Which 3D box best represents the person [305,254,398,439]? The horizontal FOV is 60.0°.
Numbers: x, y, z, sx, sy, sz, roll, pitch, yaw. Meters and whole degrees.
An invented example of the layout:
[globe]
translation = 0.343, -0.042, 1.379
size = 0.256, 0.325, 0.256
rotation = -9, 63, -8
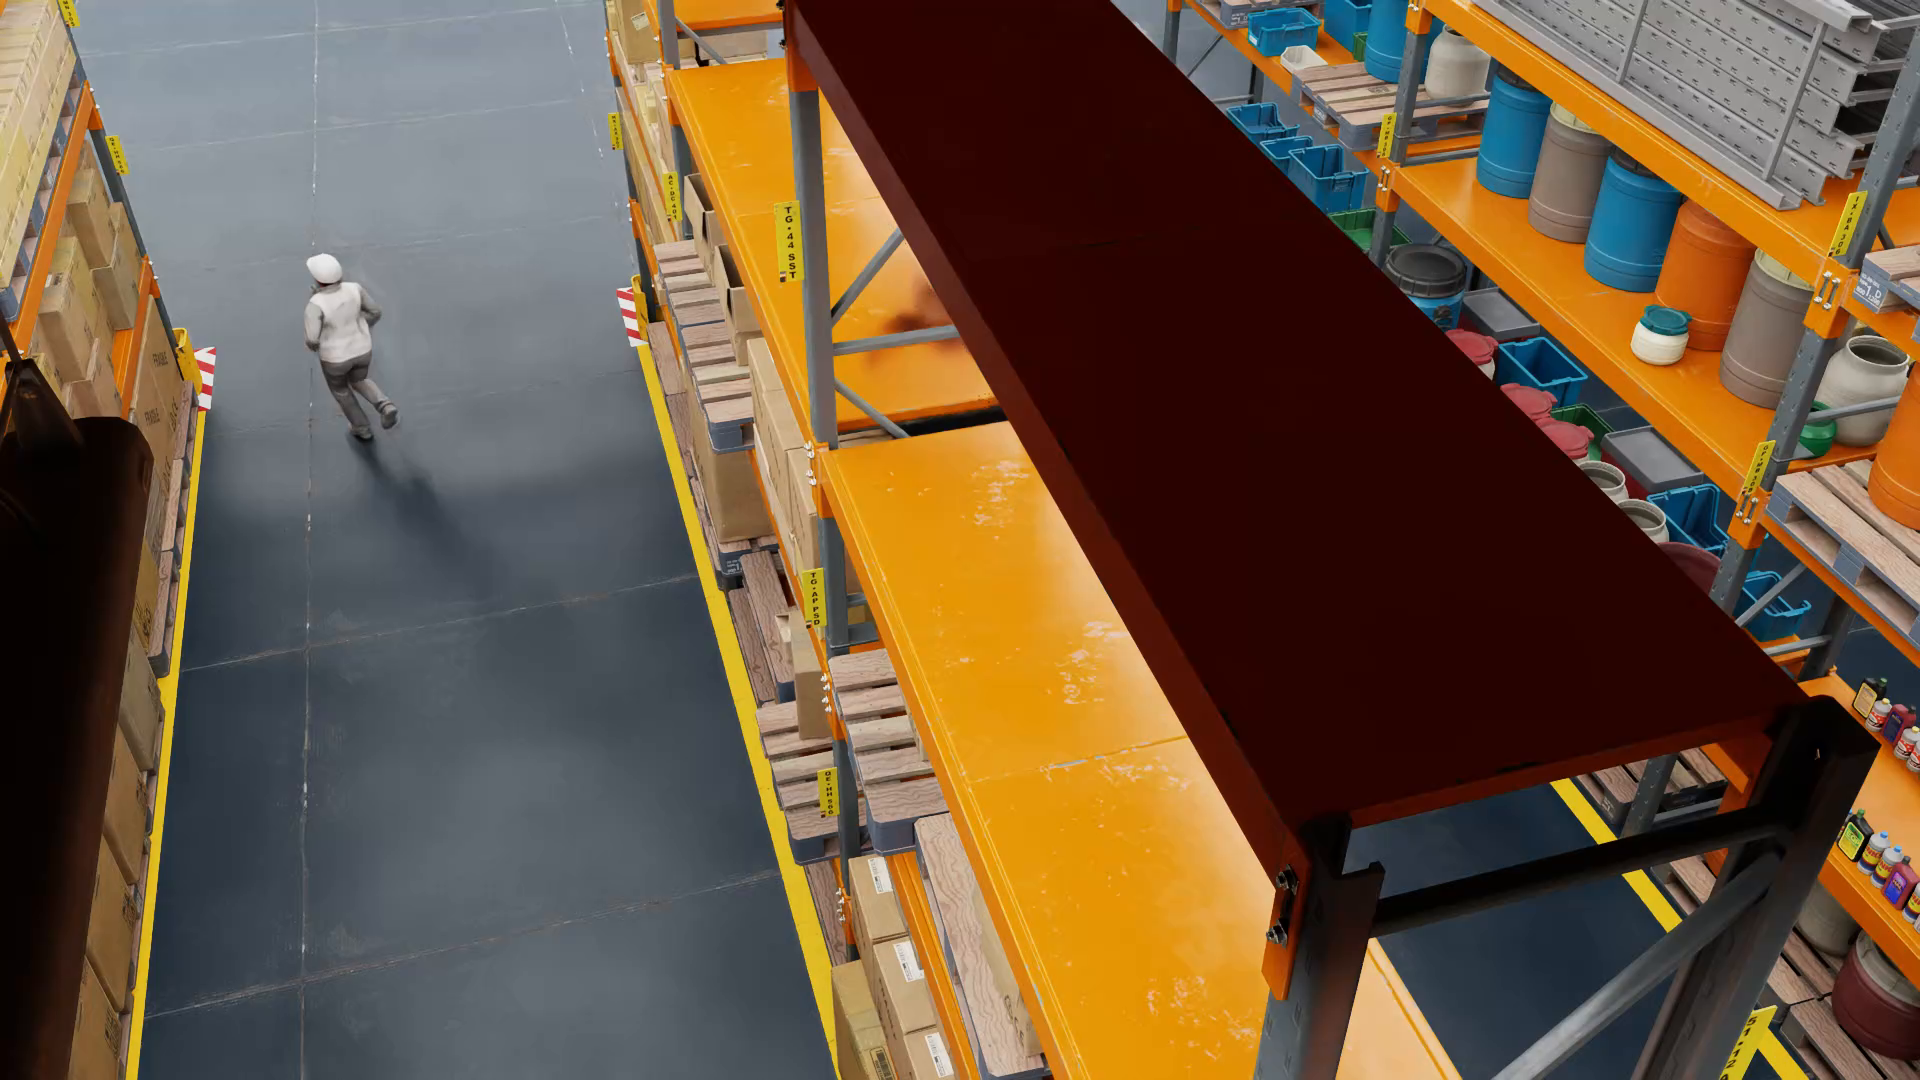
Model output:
[person]
translation = -4.915, -1.513, 13.358
size = 0.625, 1.732, 0.664
rotation = 30, 47, 32
